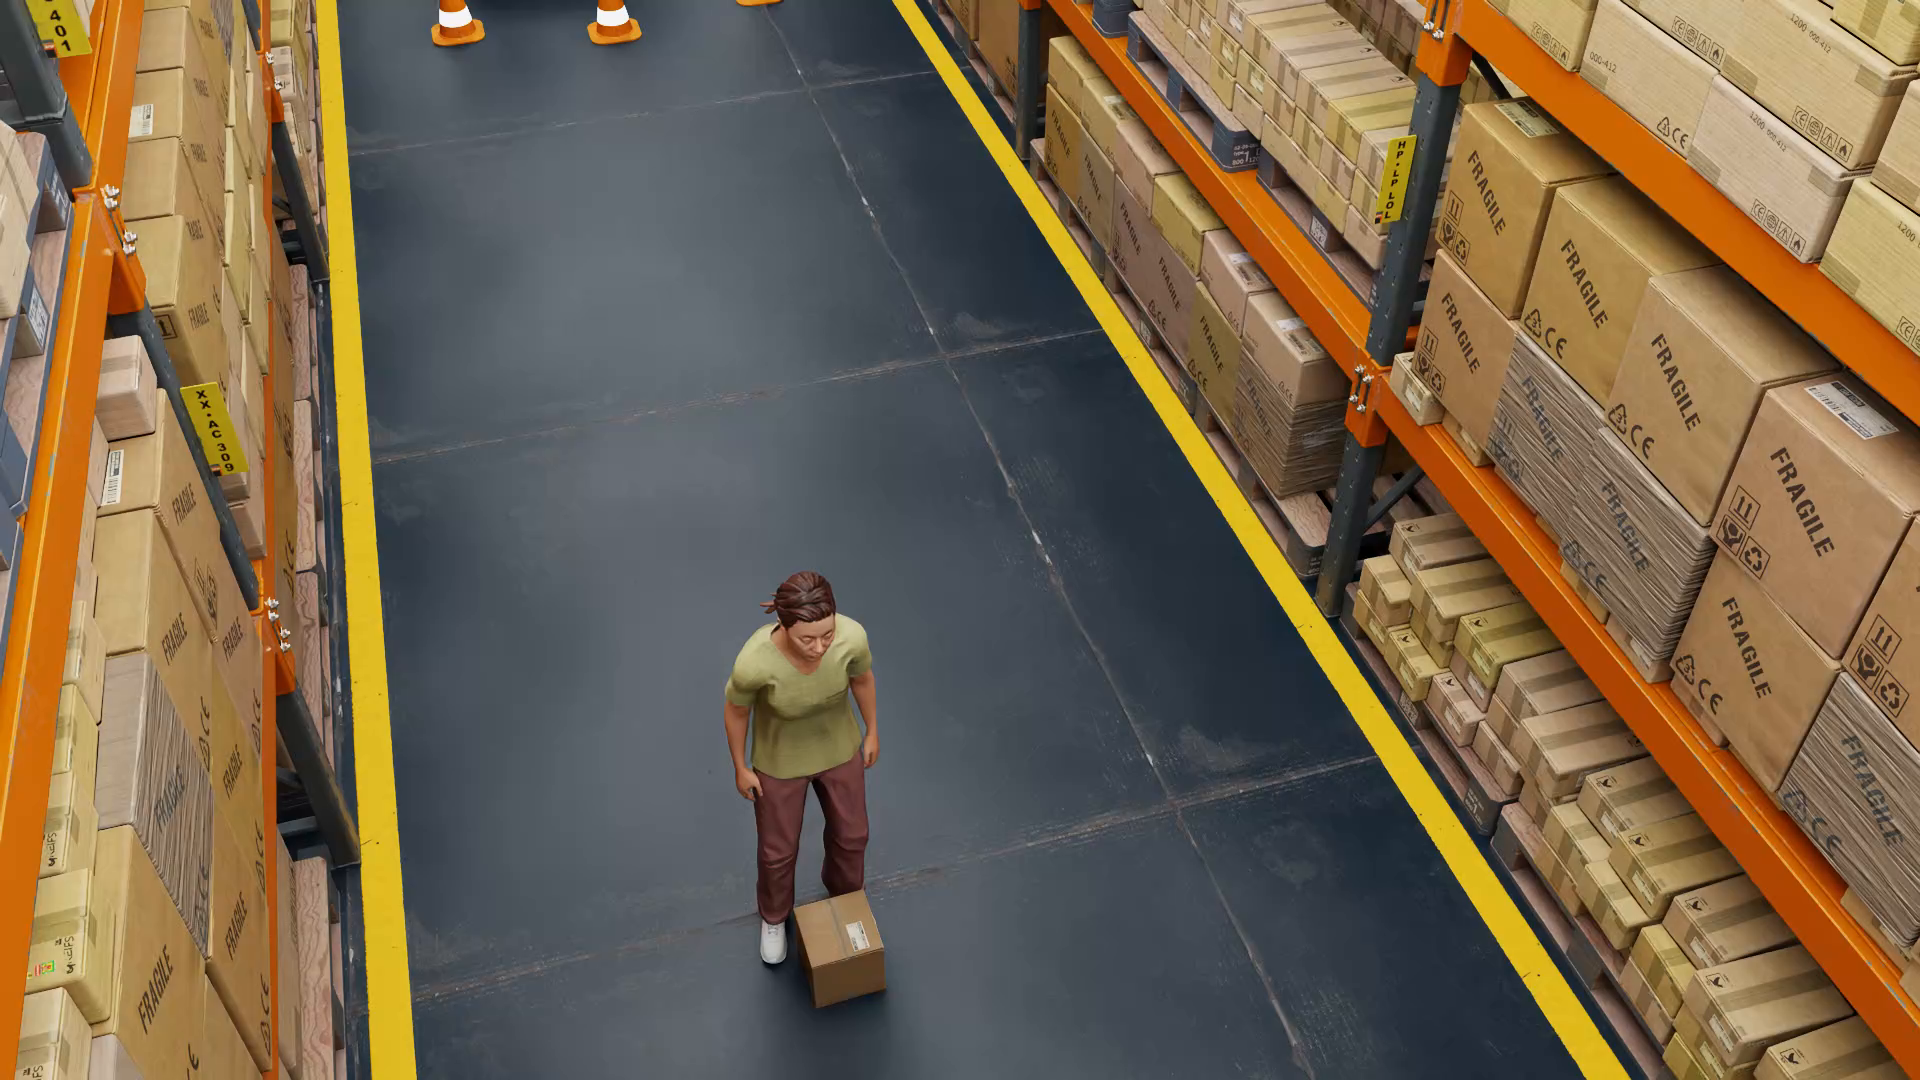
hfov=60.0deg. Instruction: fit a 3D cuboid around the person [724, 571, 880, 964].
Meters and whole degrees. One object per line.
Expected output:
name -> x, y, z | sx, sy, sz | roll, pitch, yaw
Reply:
person -> -0.490, 0.714, 5.380 | 0.512, 1.671, 0.366 | -14, 44, -15
